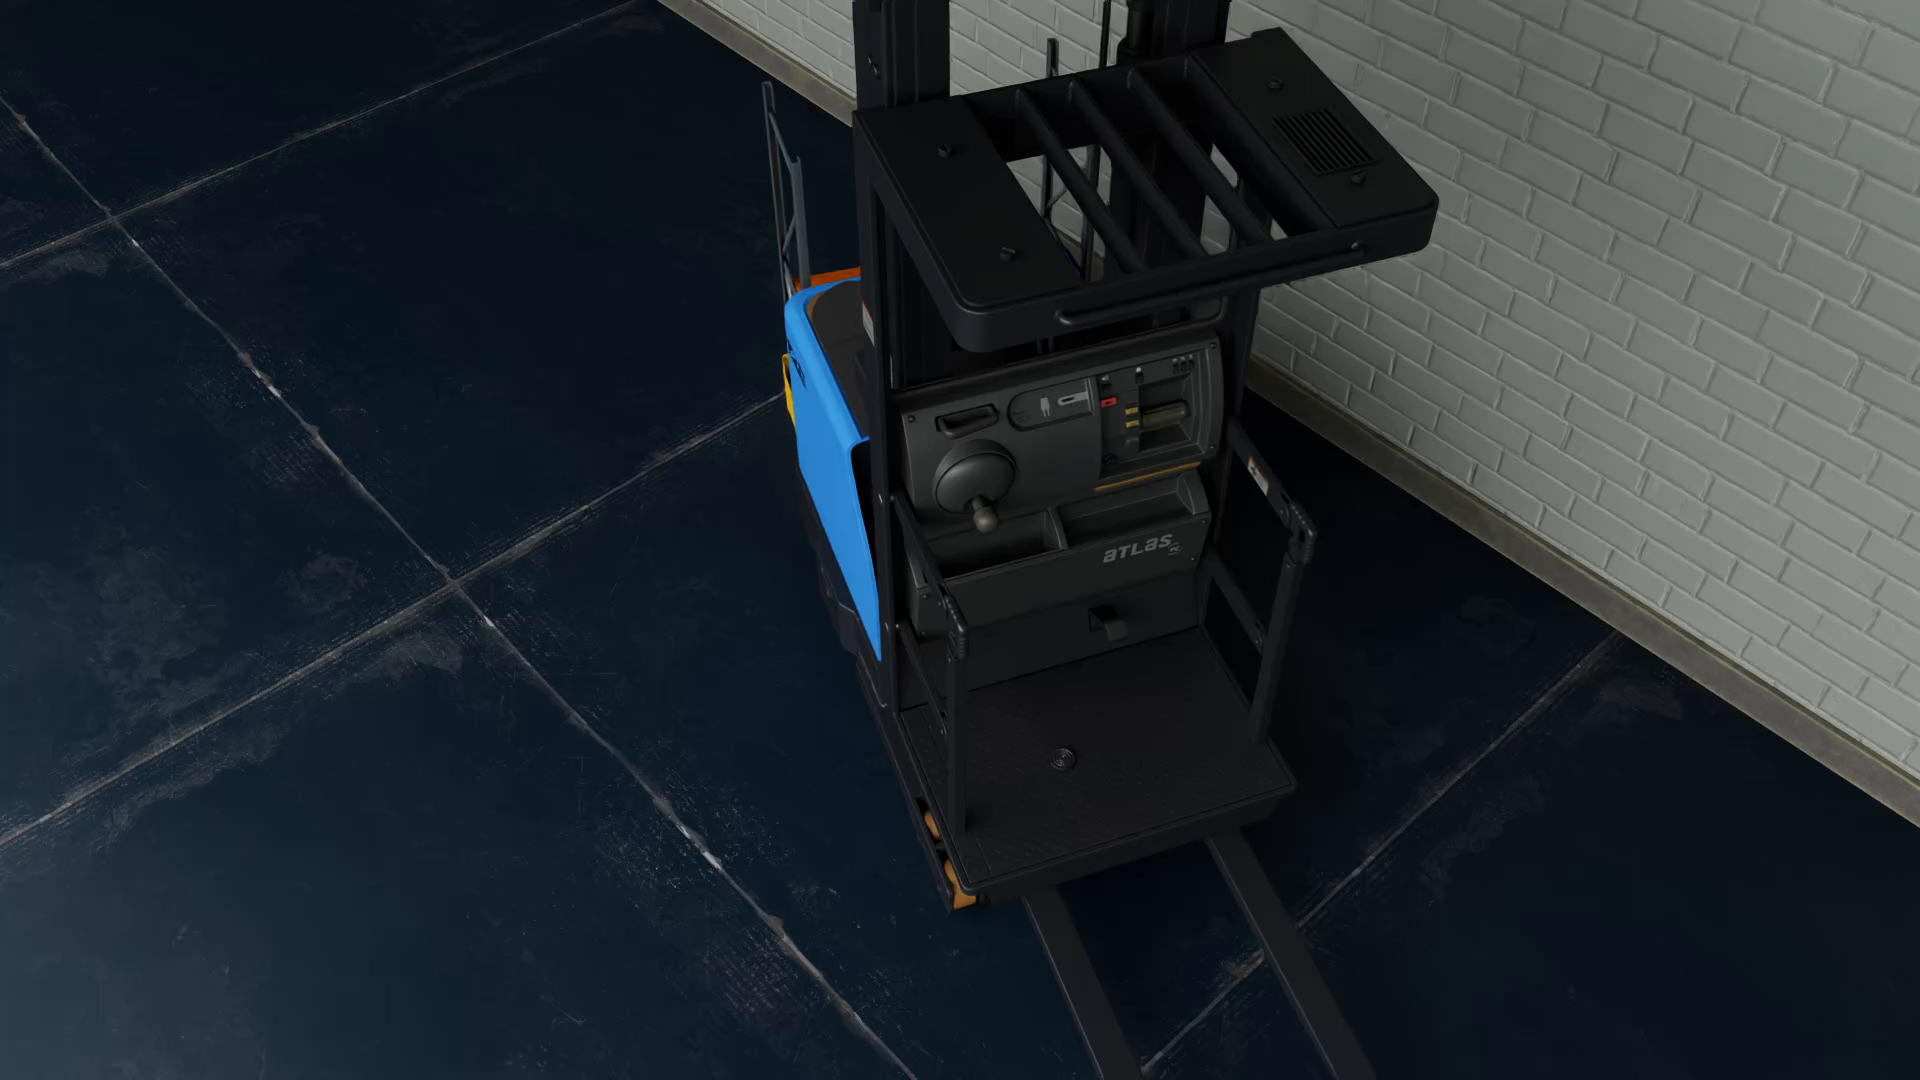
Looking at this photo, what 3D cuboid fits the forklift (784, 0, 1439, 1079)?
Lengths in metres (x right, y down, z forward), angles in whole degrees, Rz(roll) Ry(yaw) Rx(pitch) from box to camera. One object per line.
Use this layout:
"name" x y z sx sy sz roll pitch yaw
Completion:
"forklift" 0.367 -0.195 4.436 1.130 2.935 3.031 -15 49 -13

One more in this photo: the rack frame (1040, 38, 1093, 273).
"rack frame" 0.388 -1.075 6.221 0.032 1.500 0.500 -12 48 -11

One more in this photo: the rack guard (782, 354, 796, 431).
"rack guard" -0.589 -0.449 6.494 0.087 0.250 0.587 -12 48 -11

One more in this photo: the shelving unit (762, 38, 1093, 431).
"shelving unit" -0.110 -0.972 6.126 1.083 1.500 0.587 -12 48 -11

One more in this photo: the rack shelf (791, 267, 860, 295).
"rack shelf" -0.101 -0.852 6.260 1.000 0.185 0.538 -12 48 -11

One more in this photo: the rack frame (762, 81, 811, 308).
"rack frame" -0.590 -0.872 6.034 0.032 1.500 0.500 -12 48 -11
